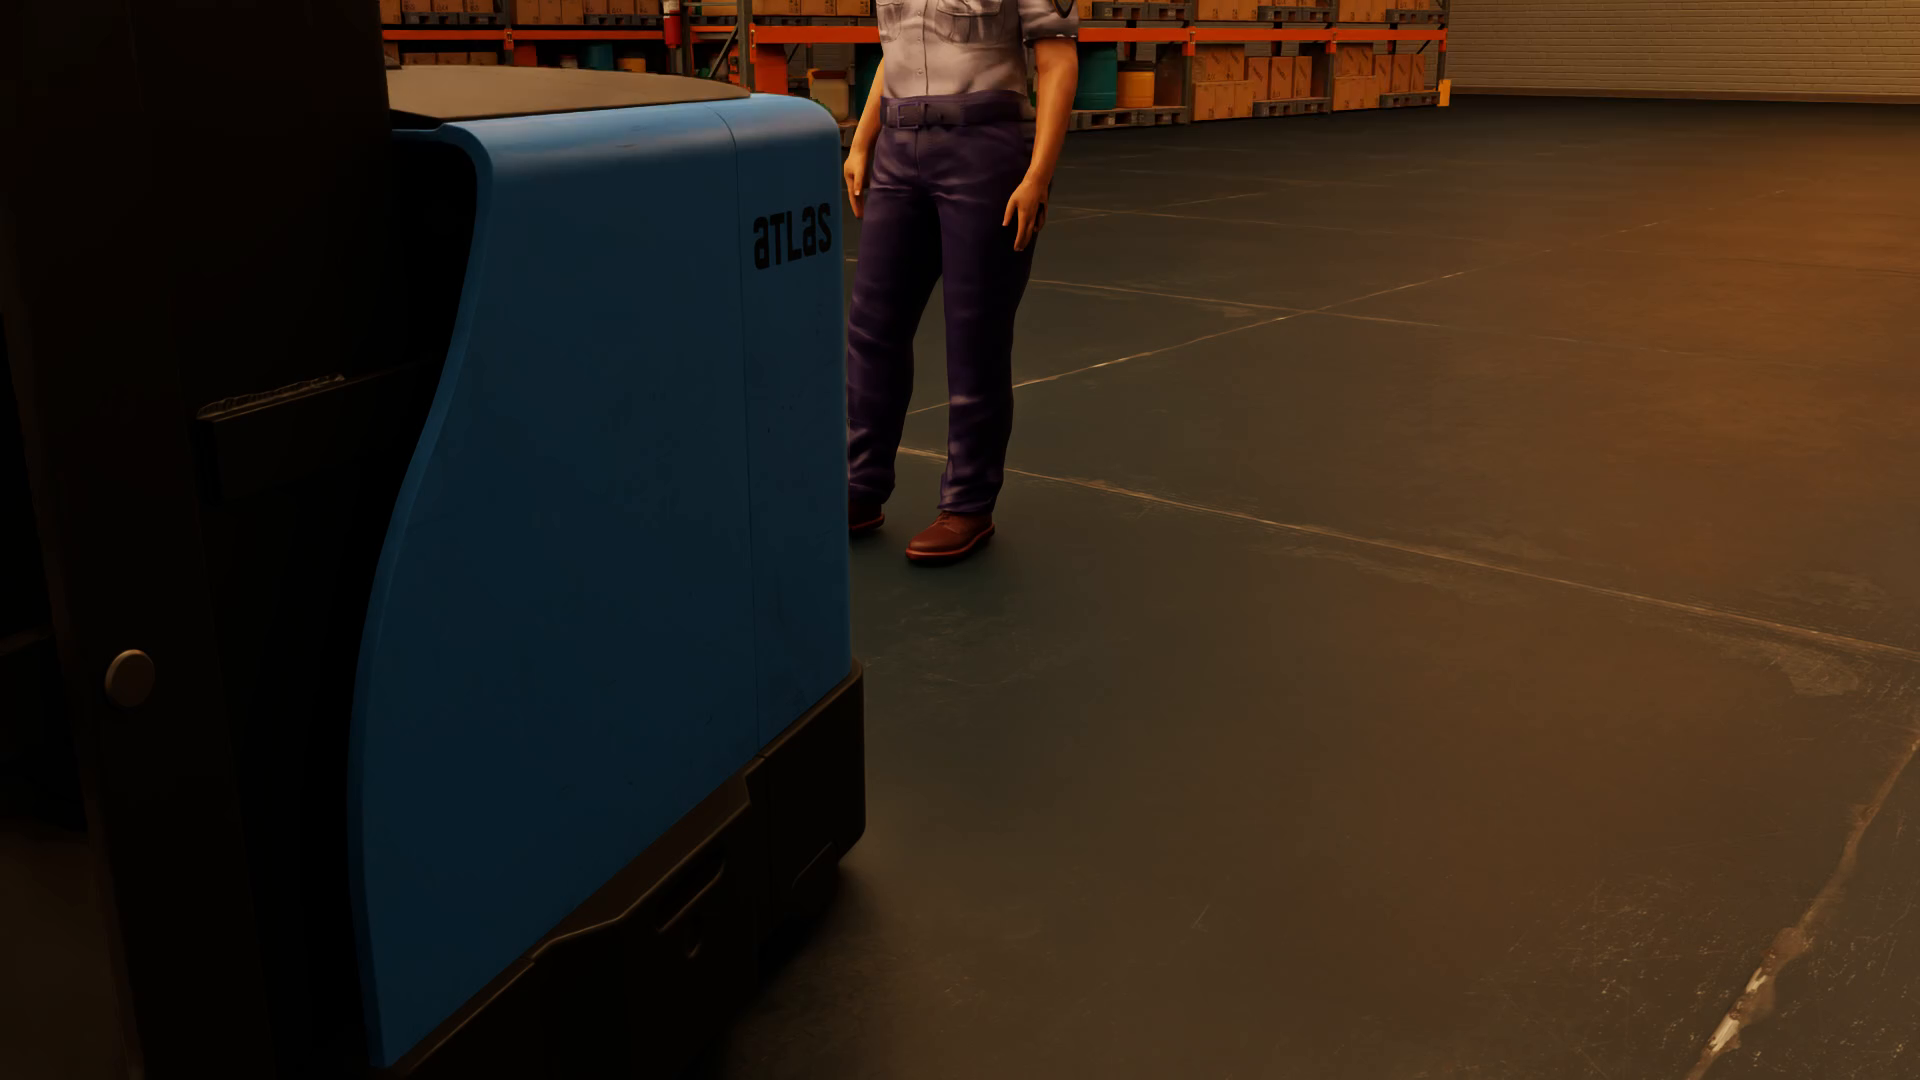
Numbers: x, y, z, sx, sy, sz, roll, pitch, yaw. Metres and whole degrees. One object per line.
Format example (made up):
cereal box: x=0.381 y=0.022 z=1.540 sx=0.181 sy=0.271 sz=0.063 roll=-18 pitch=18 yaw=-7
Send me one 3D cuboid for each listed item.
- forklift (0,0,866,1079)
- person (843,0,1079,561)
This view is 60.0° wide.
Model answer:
forklift: x=-1.119 y=-0.585 z=0.824 sx=1.130 sy=2.935 sz=3.031 roll=6 pitch=18 yaw=19
person: x=-0.074 y=-0.780 z=3.648 sx=0.598 sy=1.651 sz=0.503 roll=13 pitch=21 yaw=37
